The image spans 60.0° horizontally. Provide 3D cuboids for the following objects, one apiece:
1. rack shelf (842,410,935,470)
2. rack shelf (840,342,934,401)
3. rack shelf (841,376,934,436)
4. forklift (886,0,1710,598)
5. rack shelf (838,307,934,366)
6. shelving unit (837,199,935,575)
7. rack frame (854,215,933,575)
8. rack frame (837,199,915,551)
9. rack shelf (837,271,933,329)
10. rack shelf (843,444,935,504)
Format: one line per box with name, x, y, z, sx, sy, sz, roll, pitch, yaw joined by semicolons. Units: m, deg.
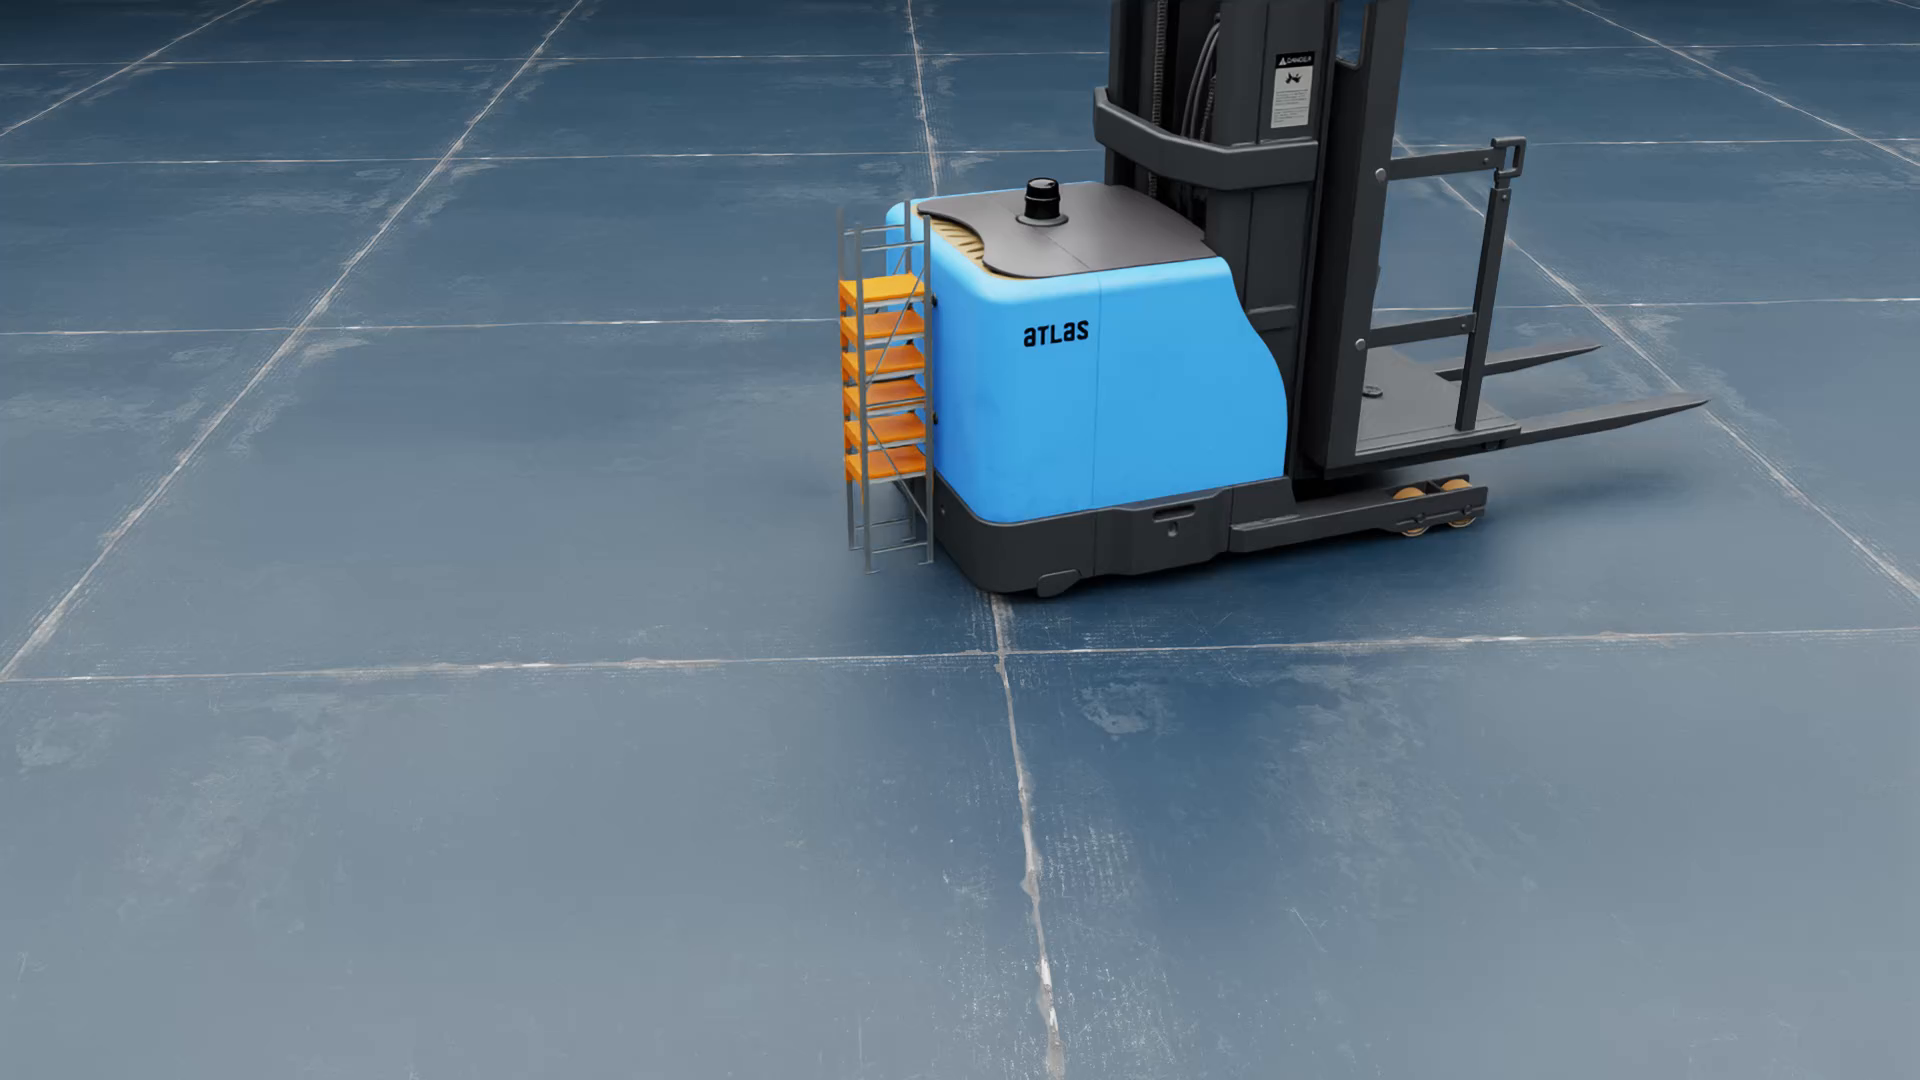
rack shelf;-0.235;-0.329;5.438;0.258;0.103;0.180;-10;29;-18
rack shelf;-0.235;-0.542;5.328;0.258;0.103;0.180;-10;29;-18
rack shelf;-0.235;-0.435;5.383;0.258;0.103;0.180;-10;29;-18
forklift;1.306;-1.529;5.512;3.031;2.935;1.130;-10;29;-18
rack shelf;-0.235;-0.648;5.272;0.258;0.103;0.180;-10;29;-18
shelving unit;-0.235;-0.475;5.362;0.258;1.200;0.189;-10;29;-18
rack frame;-0.203;-0.435;5.287;0.240;1.200;0.006;-10;29;-18
rack frame;-0.267;-0.514;5.438;0.240;1.200;0.006;-10;29;-18
rack shelf;-0.235;-0.754;5.217;0.258;0.103;0.180;-10;29;-18
rack shelf;-0.235;-0.222;5.494;0.258;0.103;0.180;-10;29;-18
